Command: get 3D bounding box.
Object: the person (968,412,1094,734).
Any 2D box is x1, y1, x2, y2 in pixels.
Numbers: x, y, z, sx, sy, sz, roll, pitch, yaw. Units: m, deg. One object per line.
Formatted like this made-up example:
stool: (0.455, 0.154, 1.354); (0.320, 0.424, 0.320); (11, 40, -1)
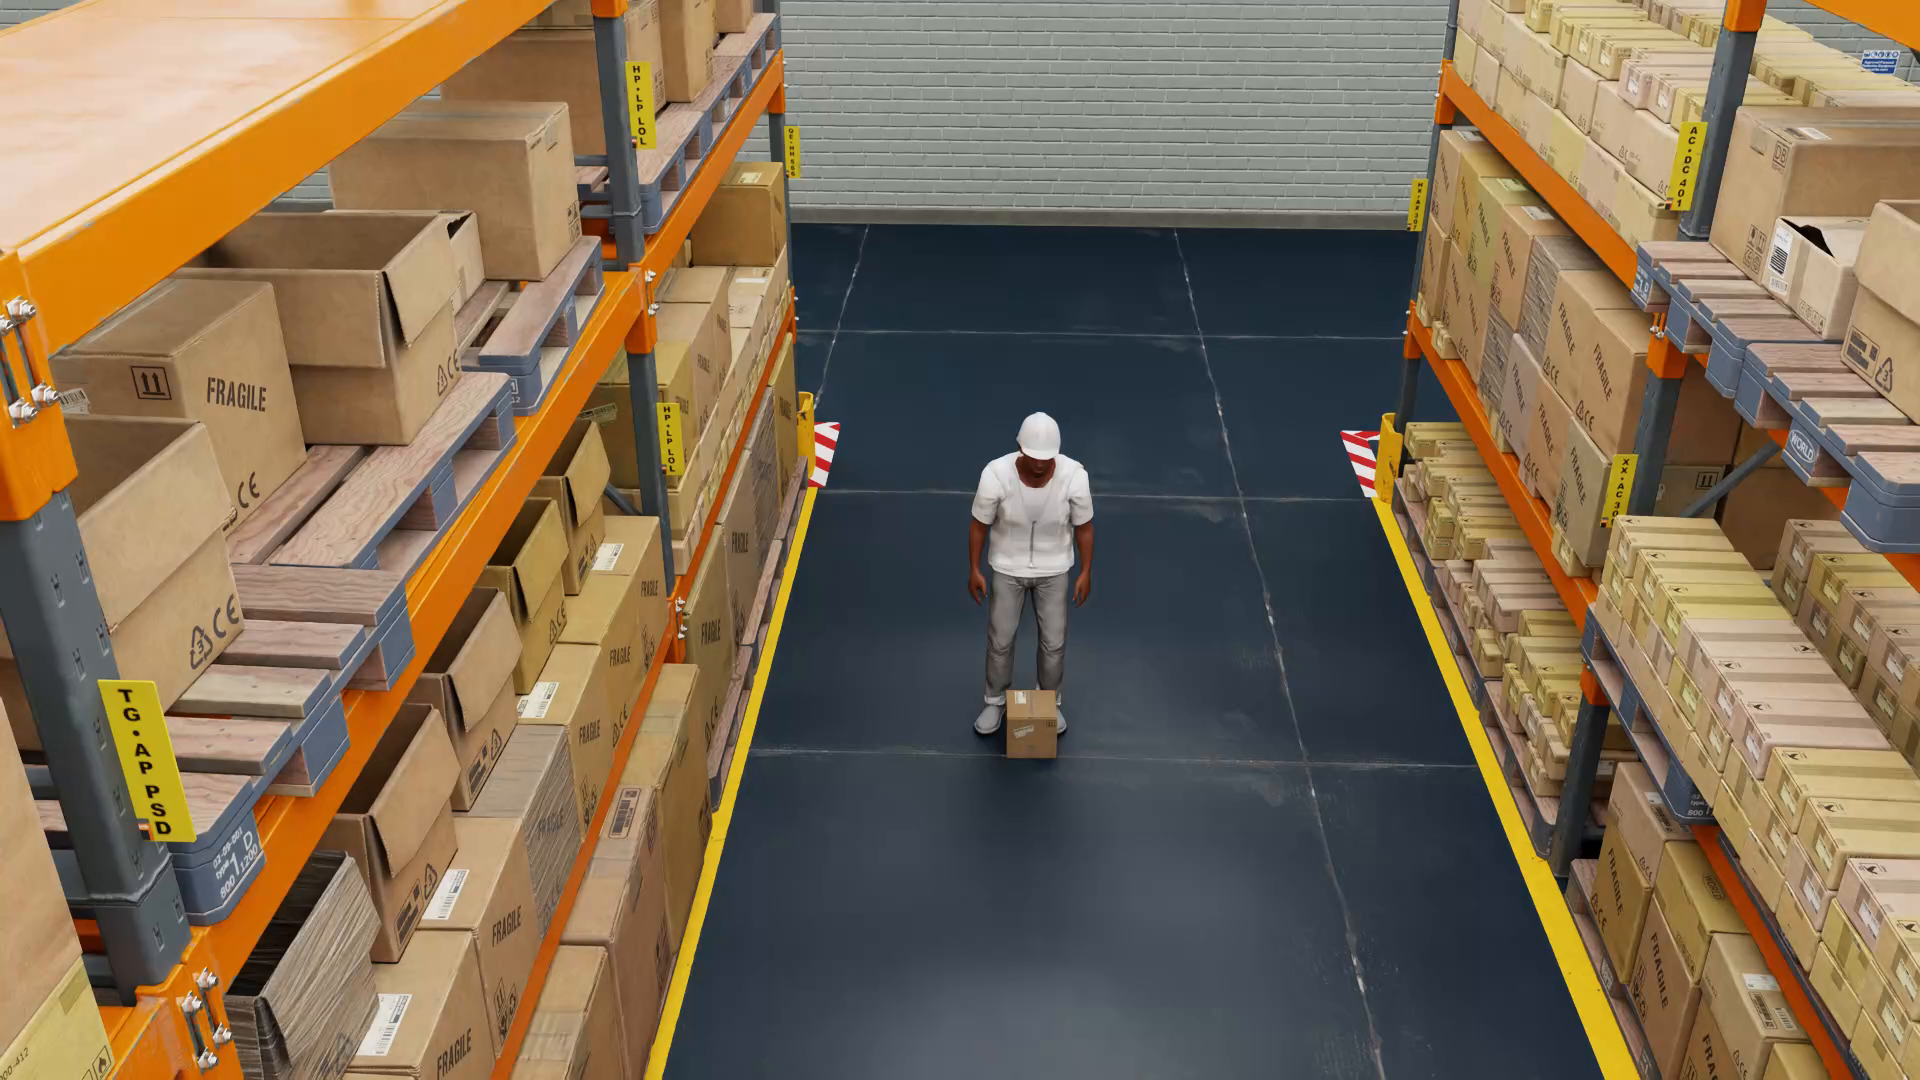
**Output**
person: (0.351, 0.162, 8.299); (0.626, 1.757, 0.458); (0, 28, 0)
